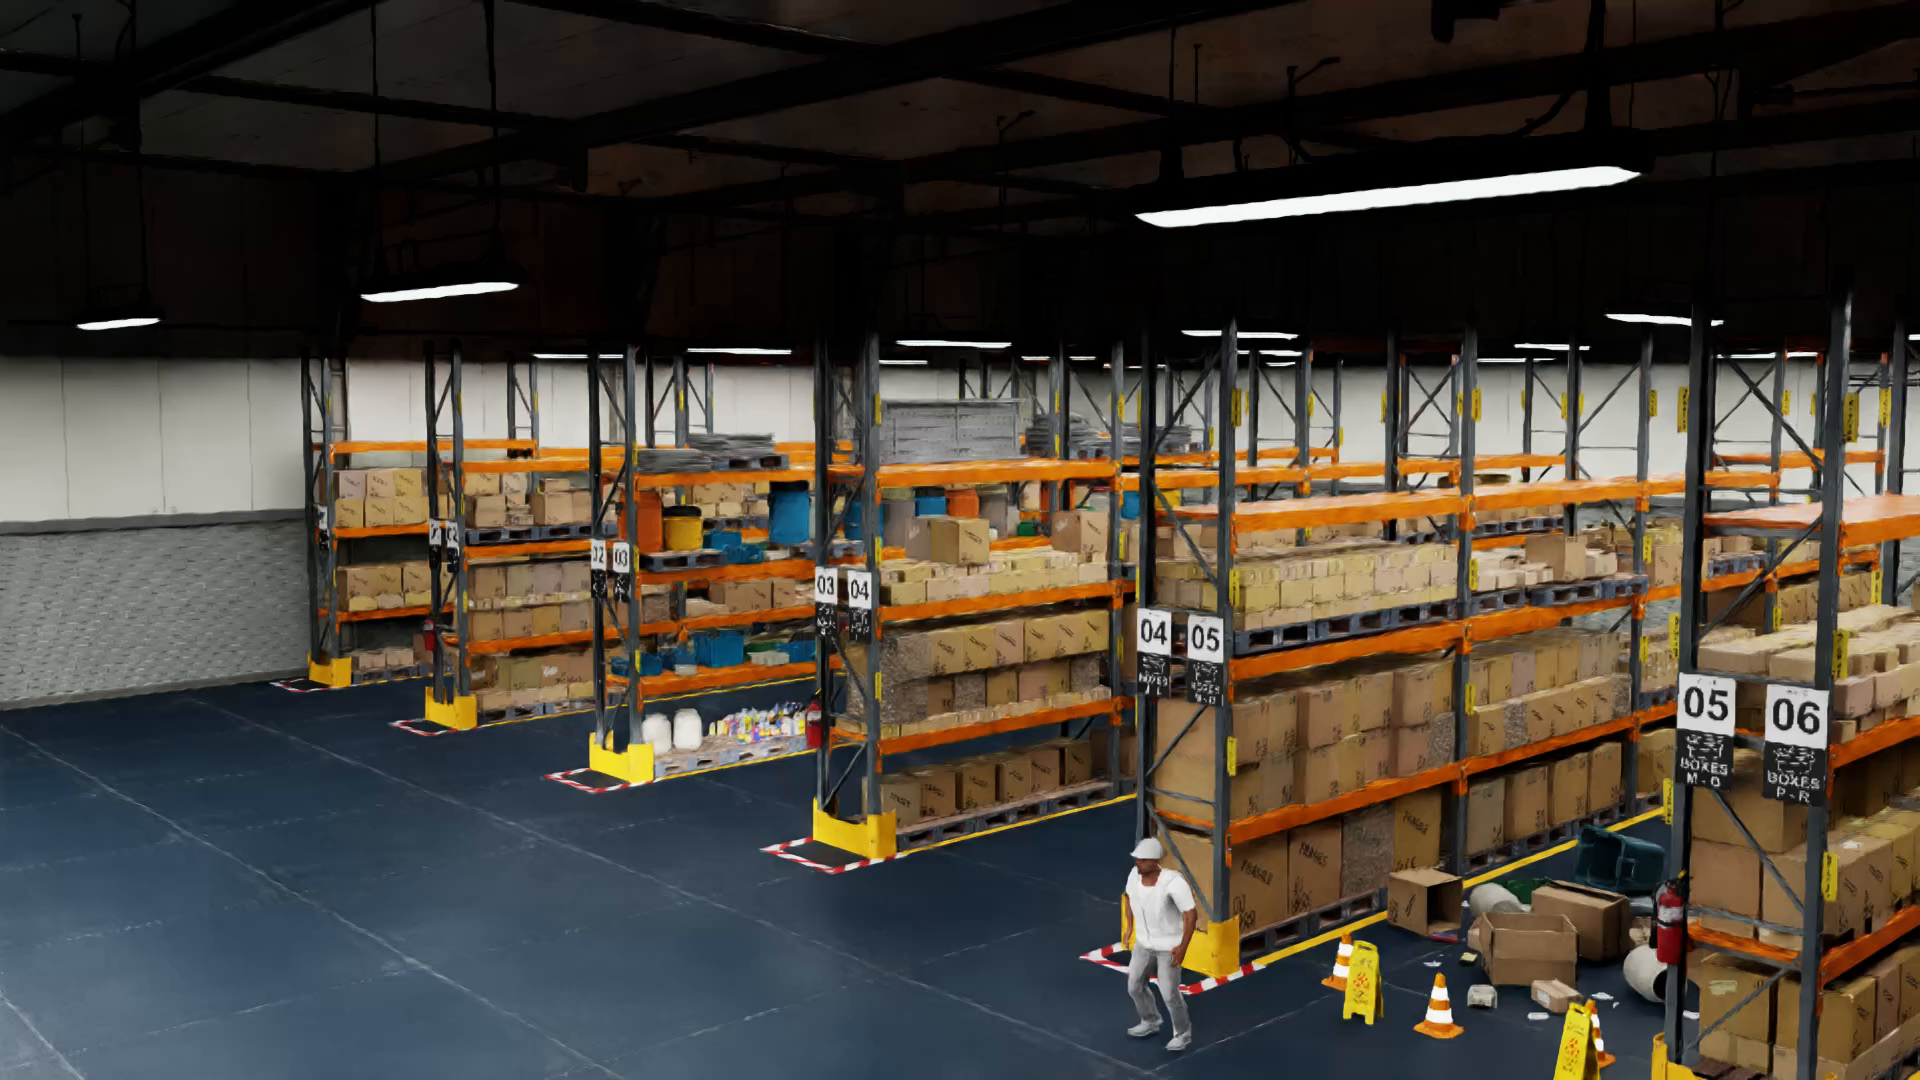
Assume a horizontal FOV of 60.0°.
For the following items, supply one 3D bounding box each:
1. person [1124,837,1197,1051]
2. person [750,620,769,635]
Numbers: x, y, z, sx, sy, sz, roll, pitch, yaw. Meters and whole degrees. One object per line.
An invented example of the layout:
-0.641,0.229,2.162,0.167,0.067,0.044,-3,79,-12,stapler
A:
1.551,3.167,13.107,0.578,1.714,0.719,-5,7,-43,person
-3.923,1.568,32.126,1.037,1.517,0.417,-4,7,-40,person
